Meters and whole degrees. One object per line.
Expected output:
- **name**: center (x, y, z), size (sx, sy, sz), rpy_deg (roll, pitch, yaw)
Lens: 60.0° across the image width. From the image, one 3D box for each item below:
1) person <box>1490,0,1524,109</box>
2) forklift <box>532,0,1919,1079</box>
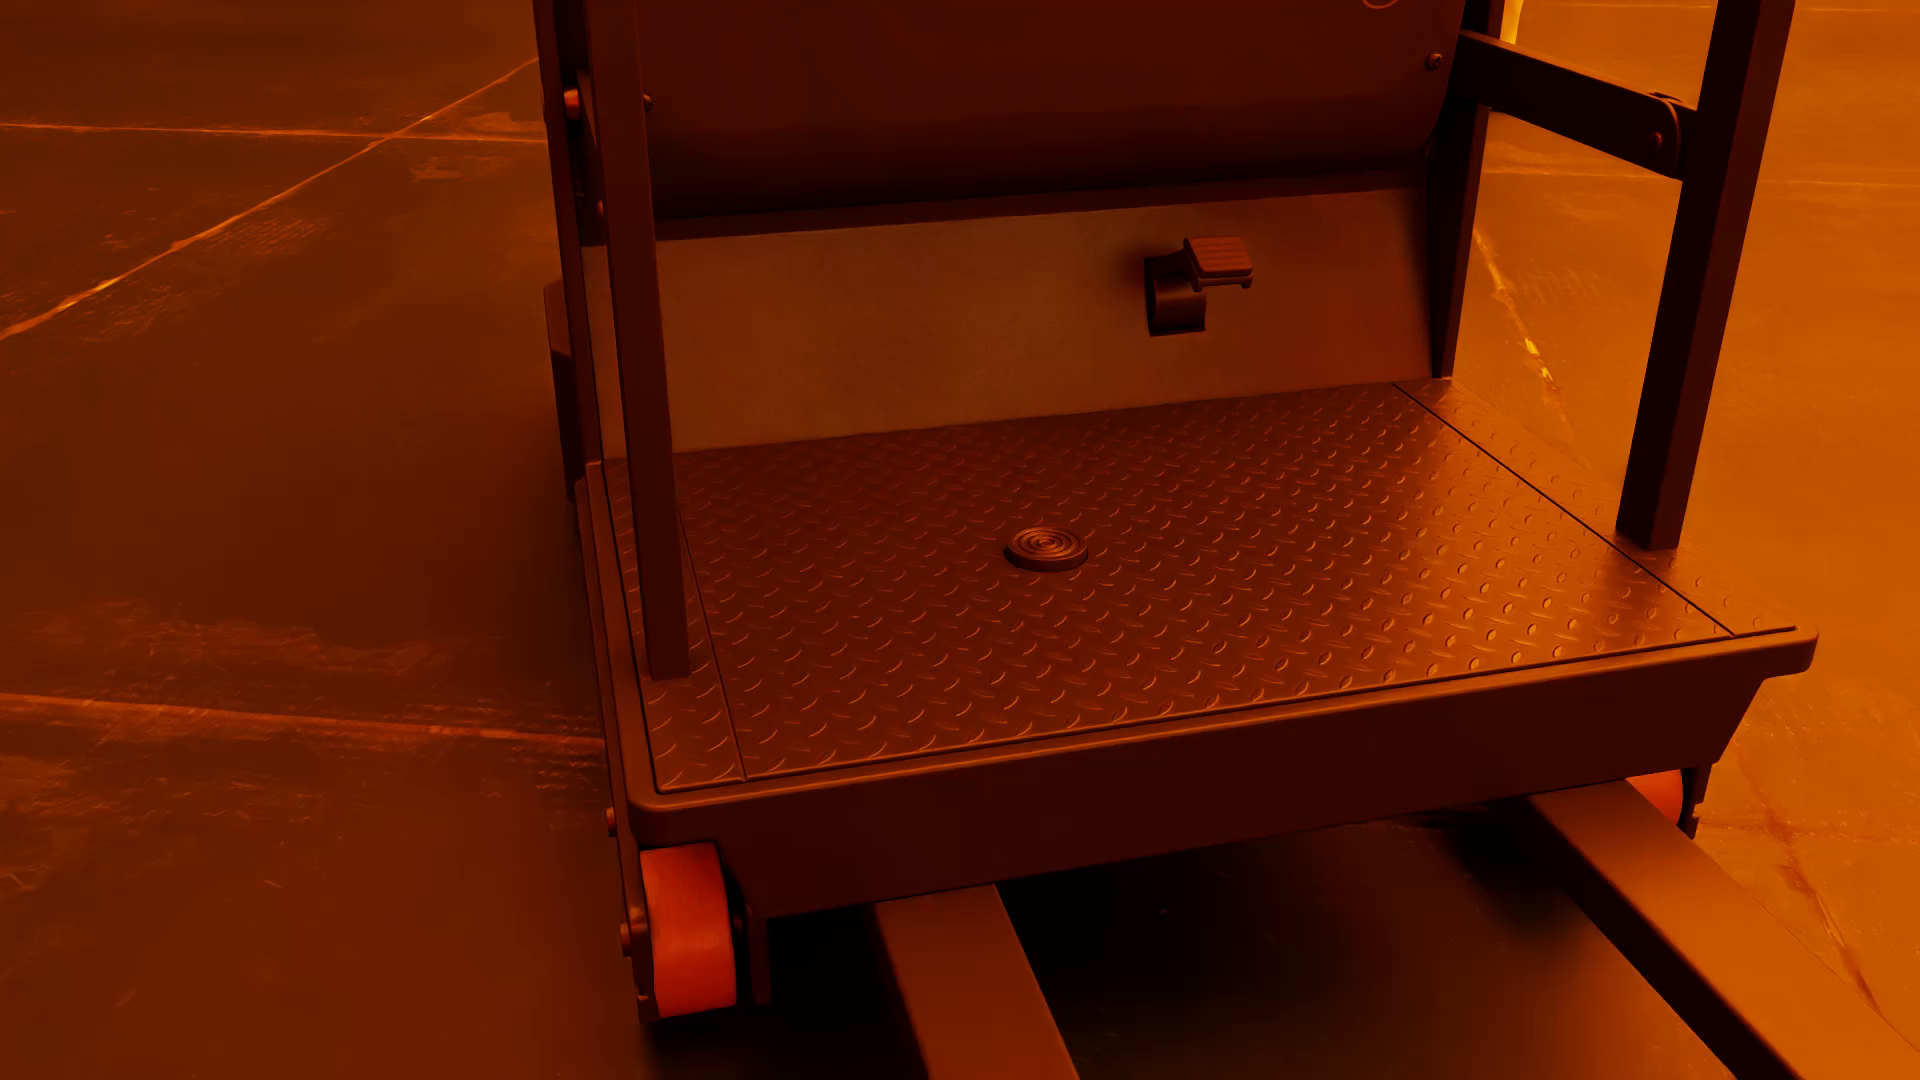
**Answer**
- **person**: center (1.730, -2.256, 5.027), size (0.392, 1.782, 0.547), rpy_deg (18, 32, 32)
- **forklift**: center (0.153, -1.049, 1.319), size (1.130, 2.935, 3.031), rpy_deg (-7, 27, -13)
